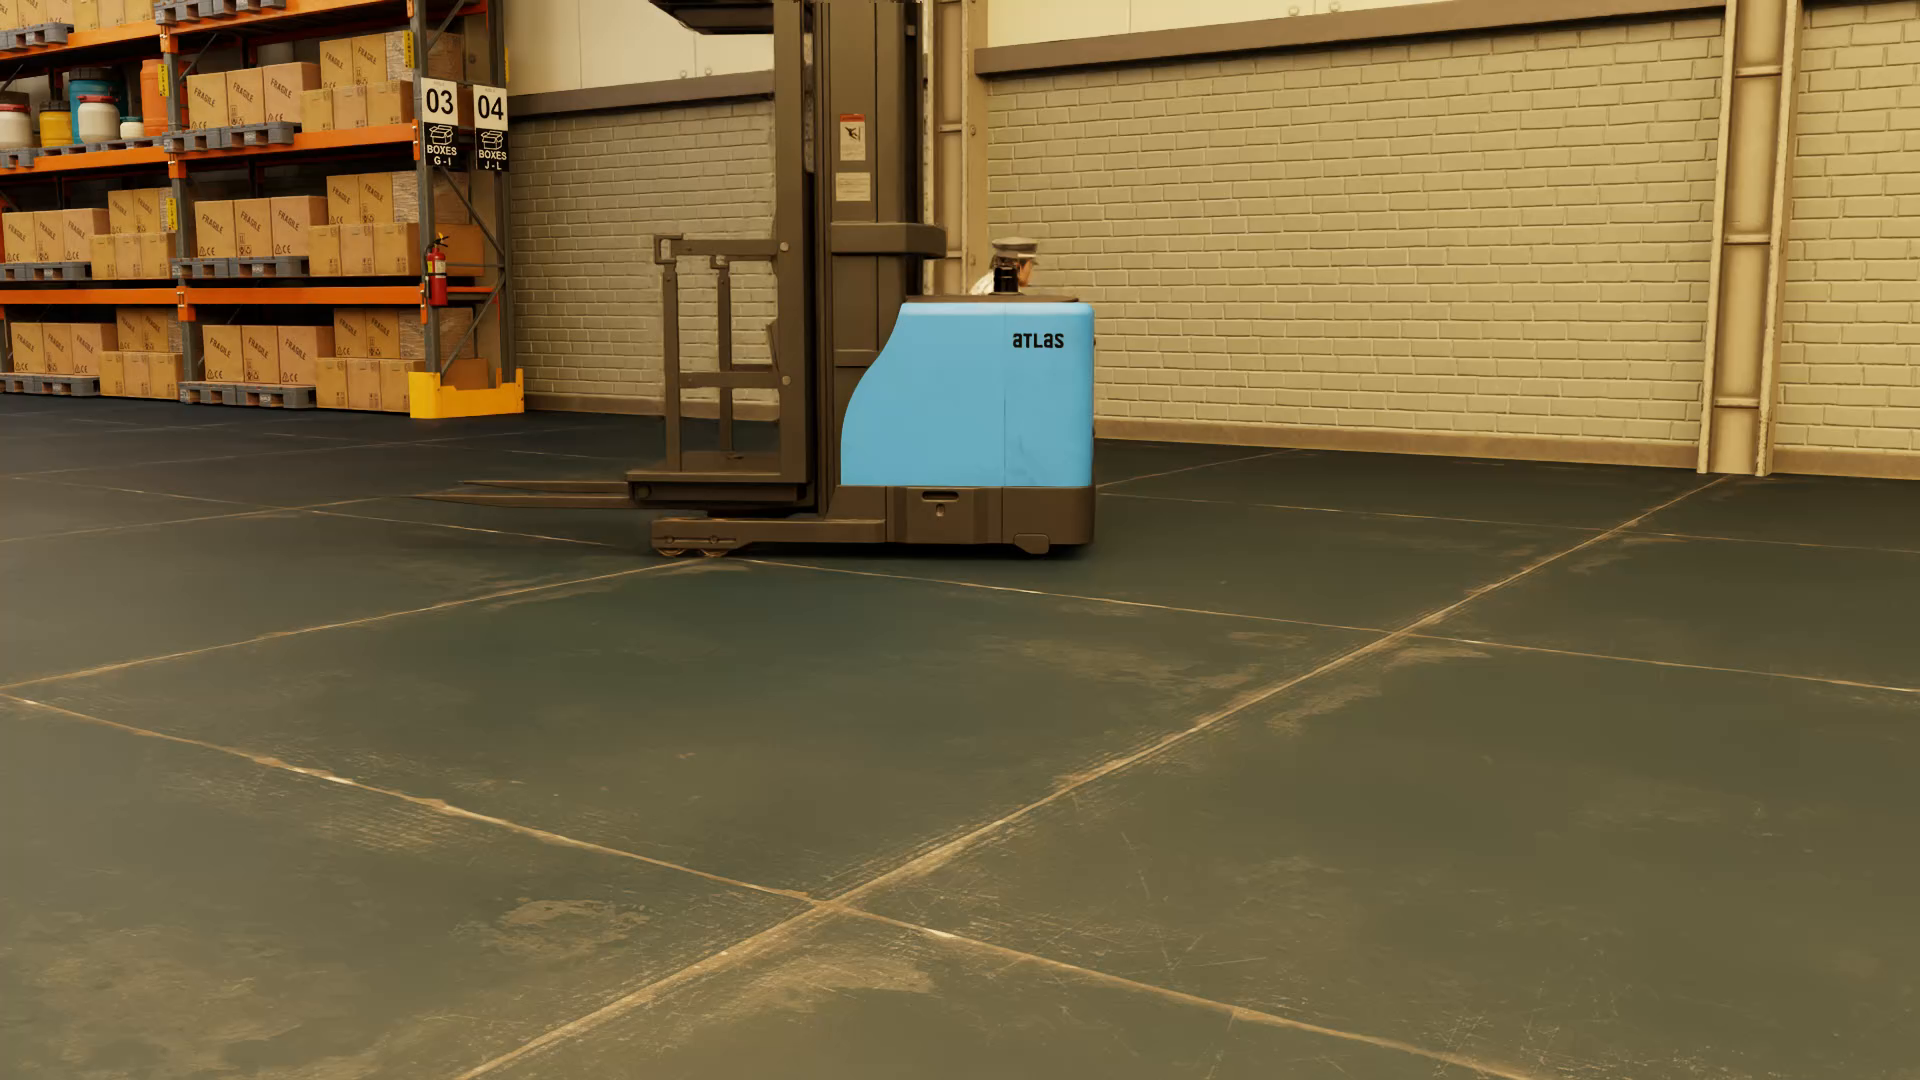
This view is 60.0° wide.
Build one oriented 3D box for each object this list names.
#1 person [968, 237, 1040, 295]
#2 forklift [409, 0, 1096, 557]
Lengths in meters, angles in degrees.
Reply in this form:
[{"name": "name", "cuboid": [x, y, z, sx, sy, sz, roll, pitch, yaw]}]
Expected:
[{"name": "person", "cuboid": [0.330, -0.873, 8.740, 0.857, 1.430, 0.991, -3, 9, -20]}, {"name": "forklift", "cuboid": [-0.909, -1.451, 7.397, 3.031, 2.935, 1.130, 1, 8, 5]}]
